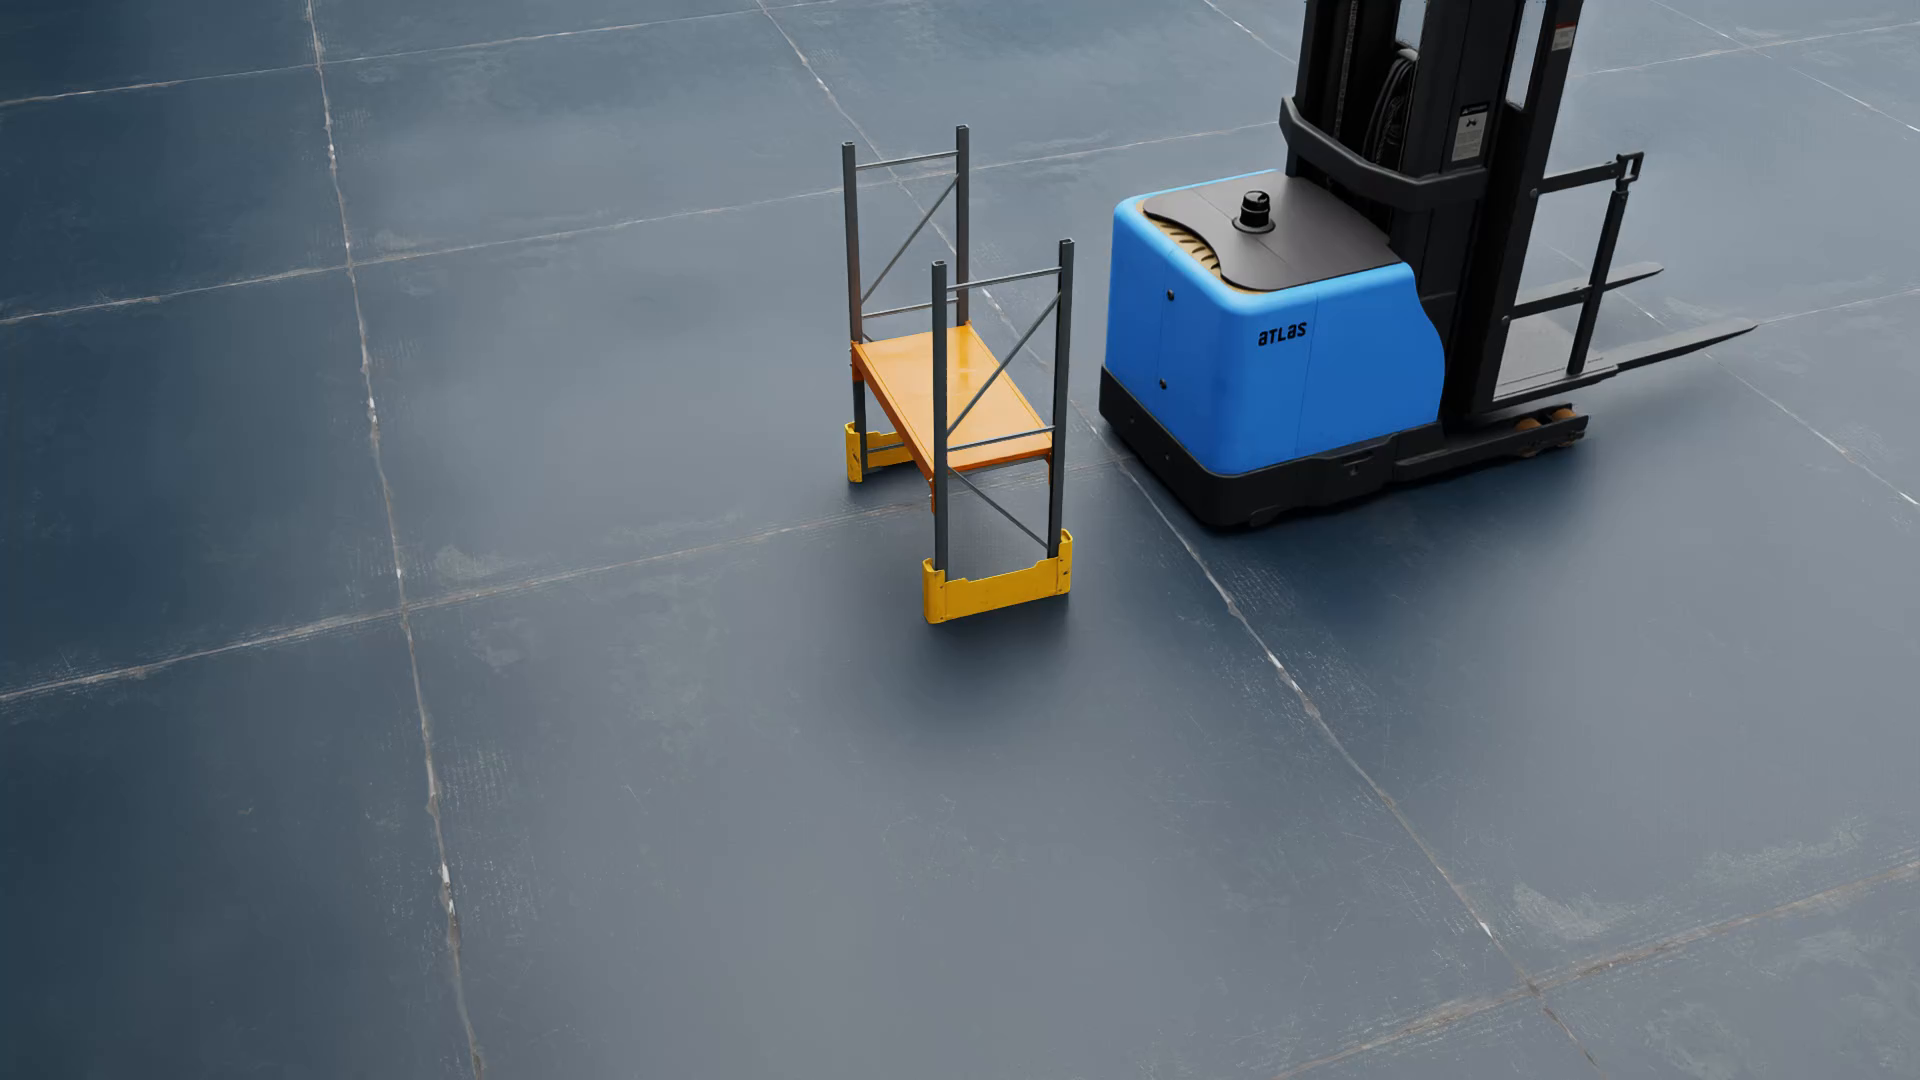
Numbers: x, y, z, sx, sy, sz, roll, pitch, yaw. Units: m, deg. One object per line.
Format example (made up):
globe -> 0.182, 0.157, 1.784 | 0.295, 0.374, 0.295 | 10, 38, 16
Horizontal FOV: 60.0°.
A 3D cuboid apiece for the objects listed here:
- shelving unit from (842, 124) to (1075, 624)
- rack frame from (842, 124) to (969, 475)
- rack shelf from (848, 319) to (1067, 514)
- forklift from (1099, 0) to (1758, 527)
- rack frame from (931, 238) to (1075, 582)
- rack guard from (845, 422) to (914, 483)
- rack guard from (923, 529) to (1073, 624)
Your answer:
shelving unit -> -0.026, -0.642, 6.356 | 0.587, 1.500, 1.083 | -12, 39, -16
rack frame -> -0.204, -0.934, 6.744 | 0.500, 1.500, 0.032 | -12, 39, -16
rack shelf -> -0.029, -0.504, 6.471 | 0.538, 0.185, 1.000 | -12, 39, -16
forklift -> 2.181, -1.805, 6.711 | 3.031, 2.935, 1.130 | -15, 39, -19
rack frame -> 0.146, -0.360, 5.981 | 0.500, 1.500, 0.032 | -12, 39, -16
rack guard -> -0.198, -0.424, 7.105 | 0.587, 0.250, 0.087 | -12, 39, -16
rack guard -> 0.145, 0.138, 6.358 | 0.587, 0.250, 0.087 | -12, 39, -16
